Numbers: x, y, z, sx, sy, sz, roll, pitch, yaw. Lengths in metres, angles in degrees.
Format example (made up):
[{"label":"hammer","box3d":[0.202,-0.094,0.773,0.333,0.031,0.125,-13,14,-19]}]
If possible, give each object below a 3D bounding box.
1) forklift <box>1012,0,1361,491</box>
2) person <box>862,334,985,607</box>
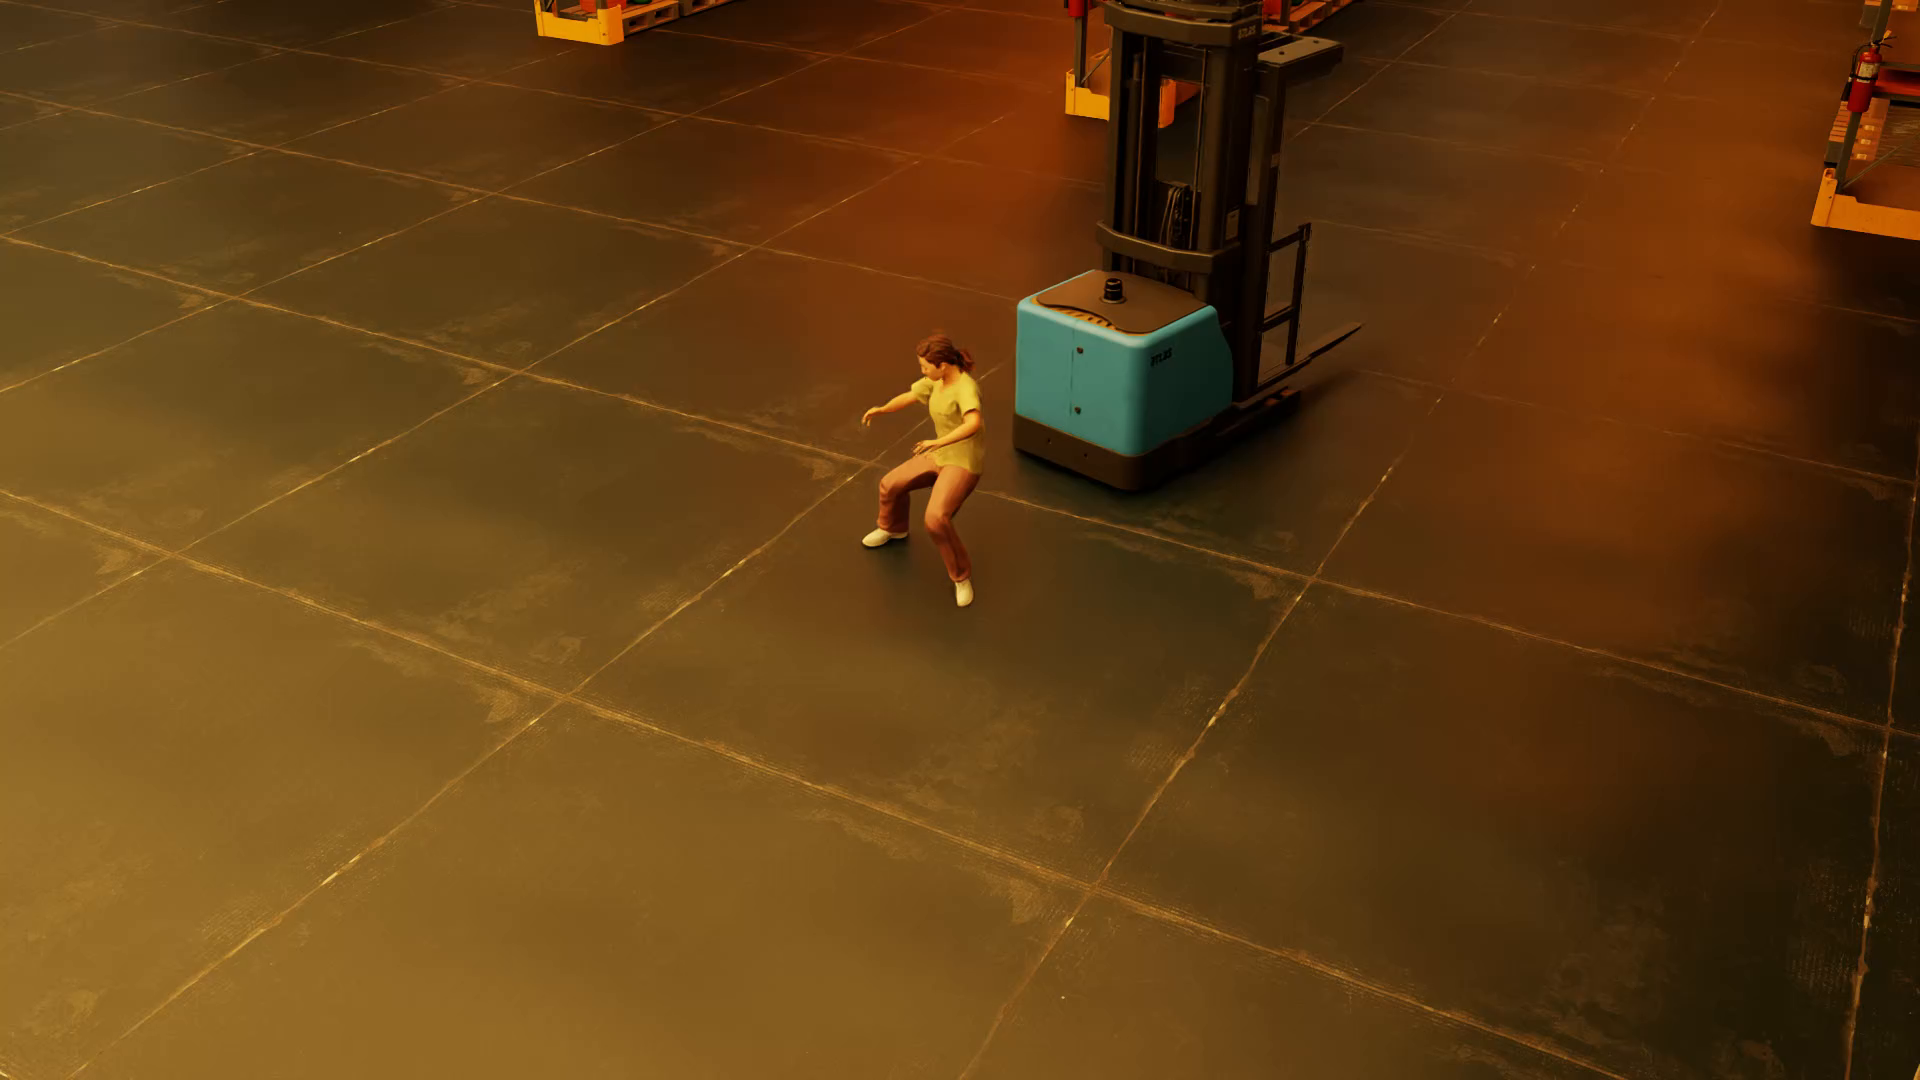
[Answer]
[{"label":"forklift","box3d":[1.710,-2.227,10.930,1.130,2.935,3.031,25,38,36]},{"label":"person","box3d":[-0.186,-0.453,9.333,0.655,1.453,0.995,-12,32,-19]}]
